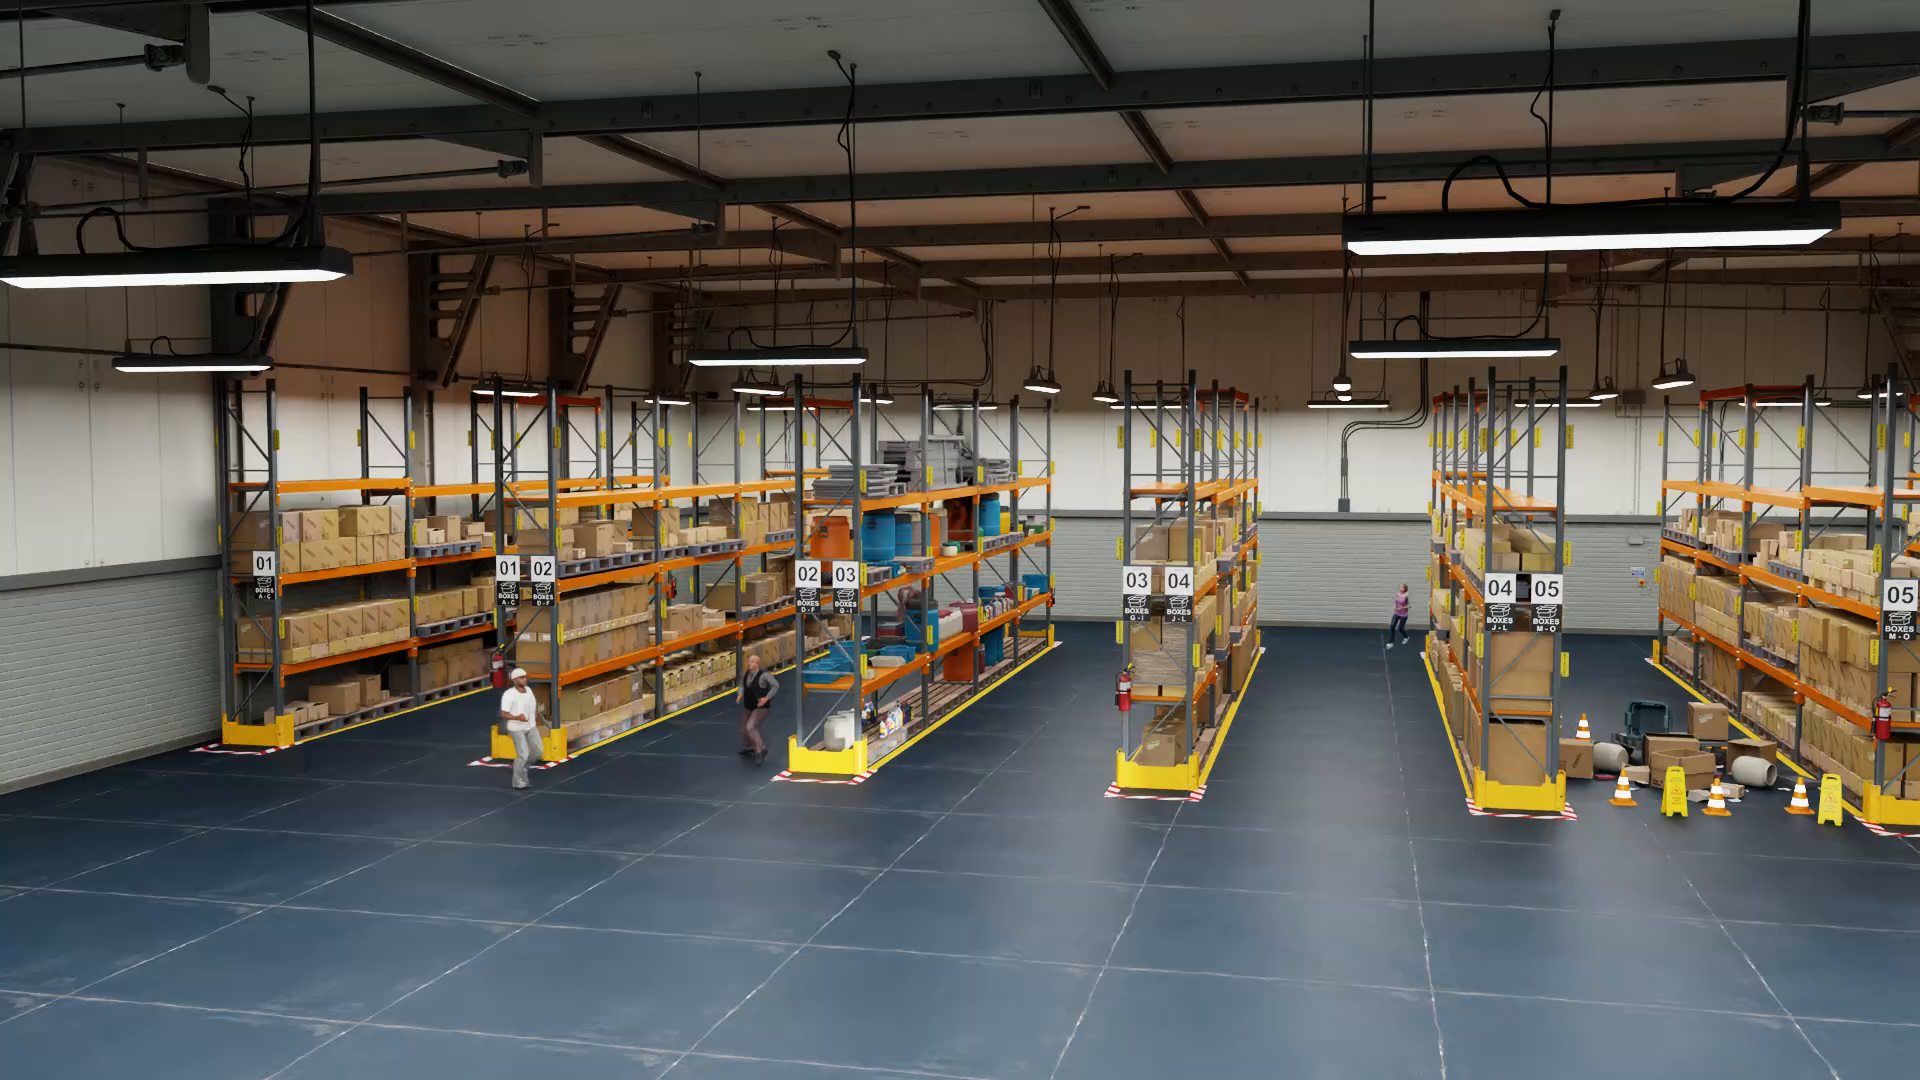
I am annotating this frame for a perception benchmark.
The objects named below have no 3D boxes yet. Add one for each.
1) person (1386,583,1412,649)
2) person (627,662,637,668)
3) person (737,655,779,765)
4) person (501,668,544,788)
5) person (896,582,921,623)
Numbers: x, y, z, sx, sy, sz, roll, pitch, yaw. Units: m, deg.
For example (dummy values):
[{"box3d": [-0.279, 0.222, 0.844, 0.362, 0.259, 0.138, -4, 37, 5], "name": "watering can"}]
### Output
[{"box3d": [10.661, 1.822, 40.060, 0.820, 1.591, 0.570, -3, 5, -42], "name": "person"}, {"box3d": [-6.806, 2.043, 34.506, 0.707, 1.789, 0.852, 0, 3, 3], "name": "person"}, {"box3d": [-3.204, 2.623, 25.919, 0.828, 1.681, 0.703, 2, 4, 32], "name": "person"}, {"box3d": [-6.235, 2.697, 23.846, 0.587, 1.721, 0.687, 2, 4, 33], "name": "person"}, {"box3d": [-1.070, 1.716, 36.060, 0.702, 1.859, 0.807, 1, 4, 21], "name": "person"}]
